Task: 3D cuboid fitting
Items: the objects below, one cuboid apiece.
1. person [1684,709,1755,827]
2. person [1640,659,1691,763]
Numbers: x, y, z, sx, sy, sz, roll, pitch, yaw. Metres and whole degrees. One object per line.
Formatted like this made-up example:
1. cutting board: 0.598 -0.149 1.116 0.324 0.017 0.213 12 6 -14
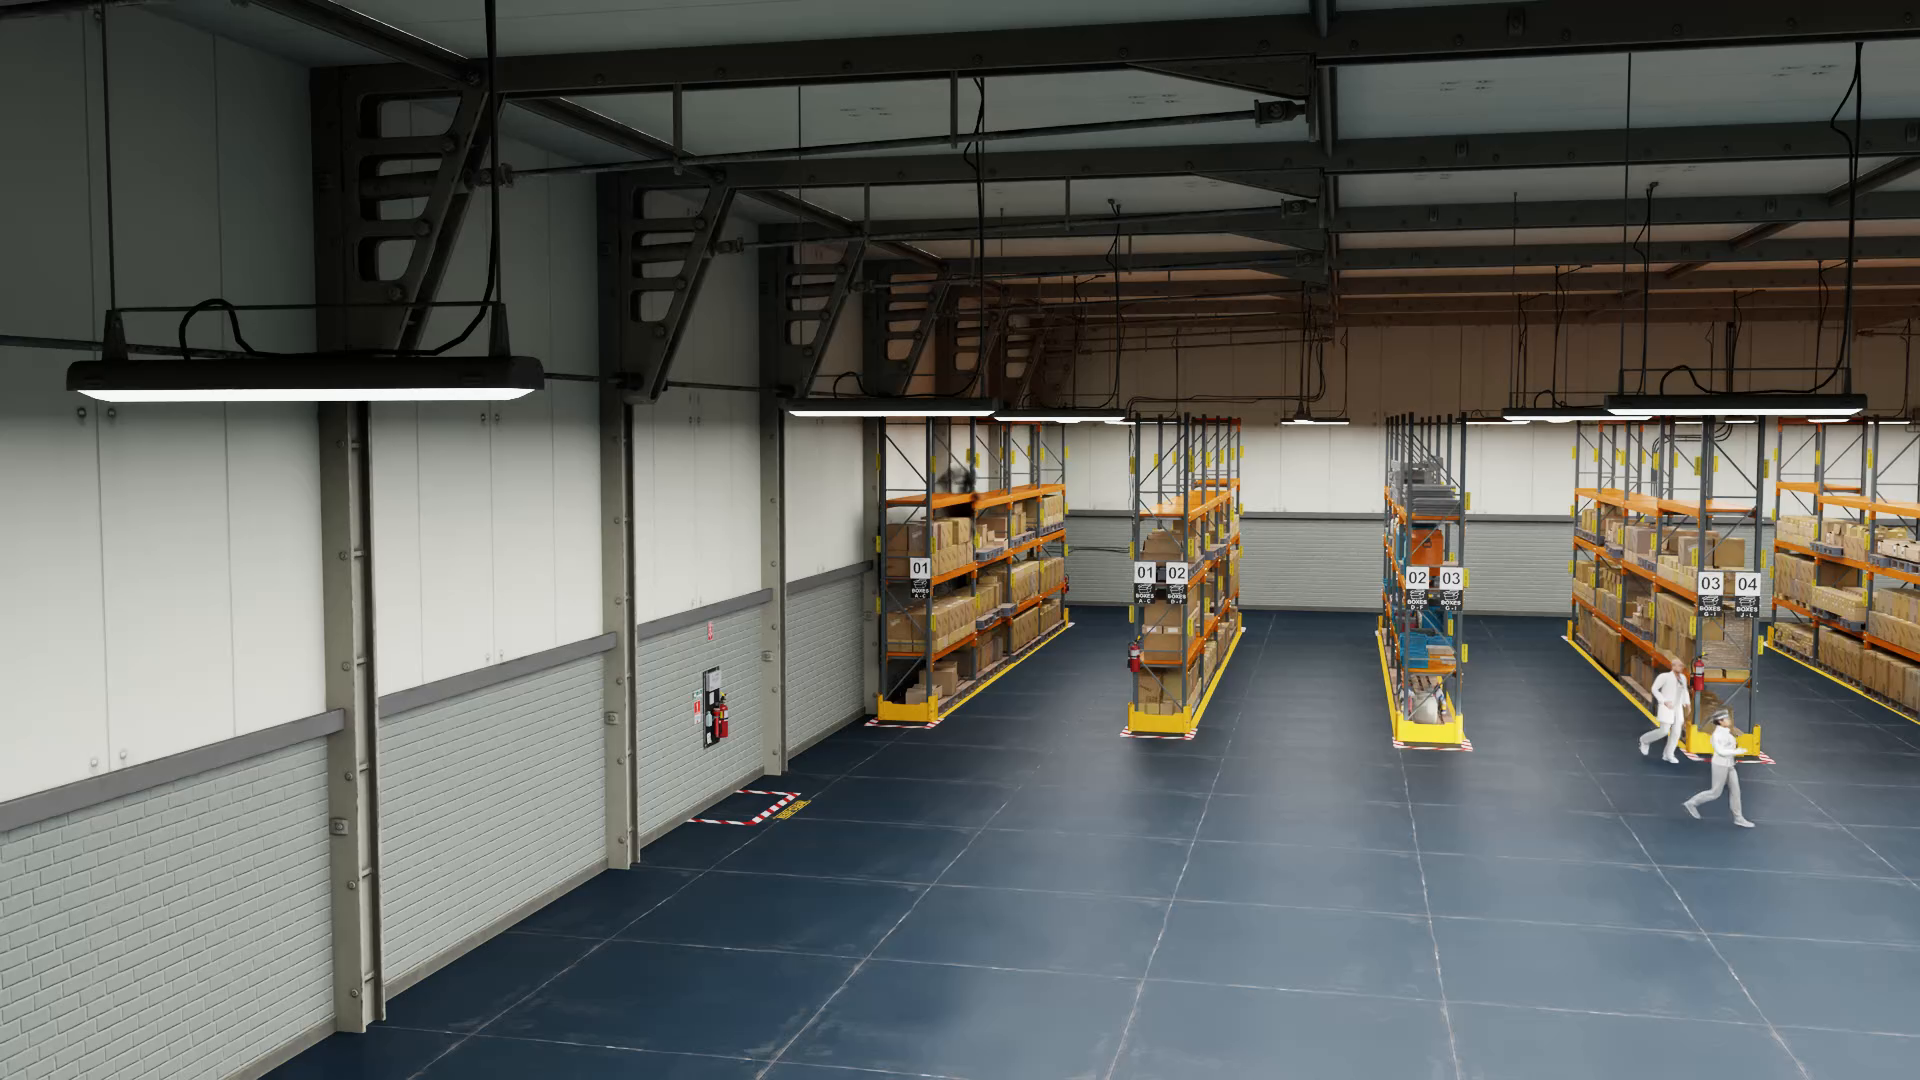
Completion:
1. person: 10.929 3.246 23.865 0.928 1.674 0.615 3 5 38
2. person: 12.264 2.915 28.668 0.764 1.738 0.832 -1 4 -19
